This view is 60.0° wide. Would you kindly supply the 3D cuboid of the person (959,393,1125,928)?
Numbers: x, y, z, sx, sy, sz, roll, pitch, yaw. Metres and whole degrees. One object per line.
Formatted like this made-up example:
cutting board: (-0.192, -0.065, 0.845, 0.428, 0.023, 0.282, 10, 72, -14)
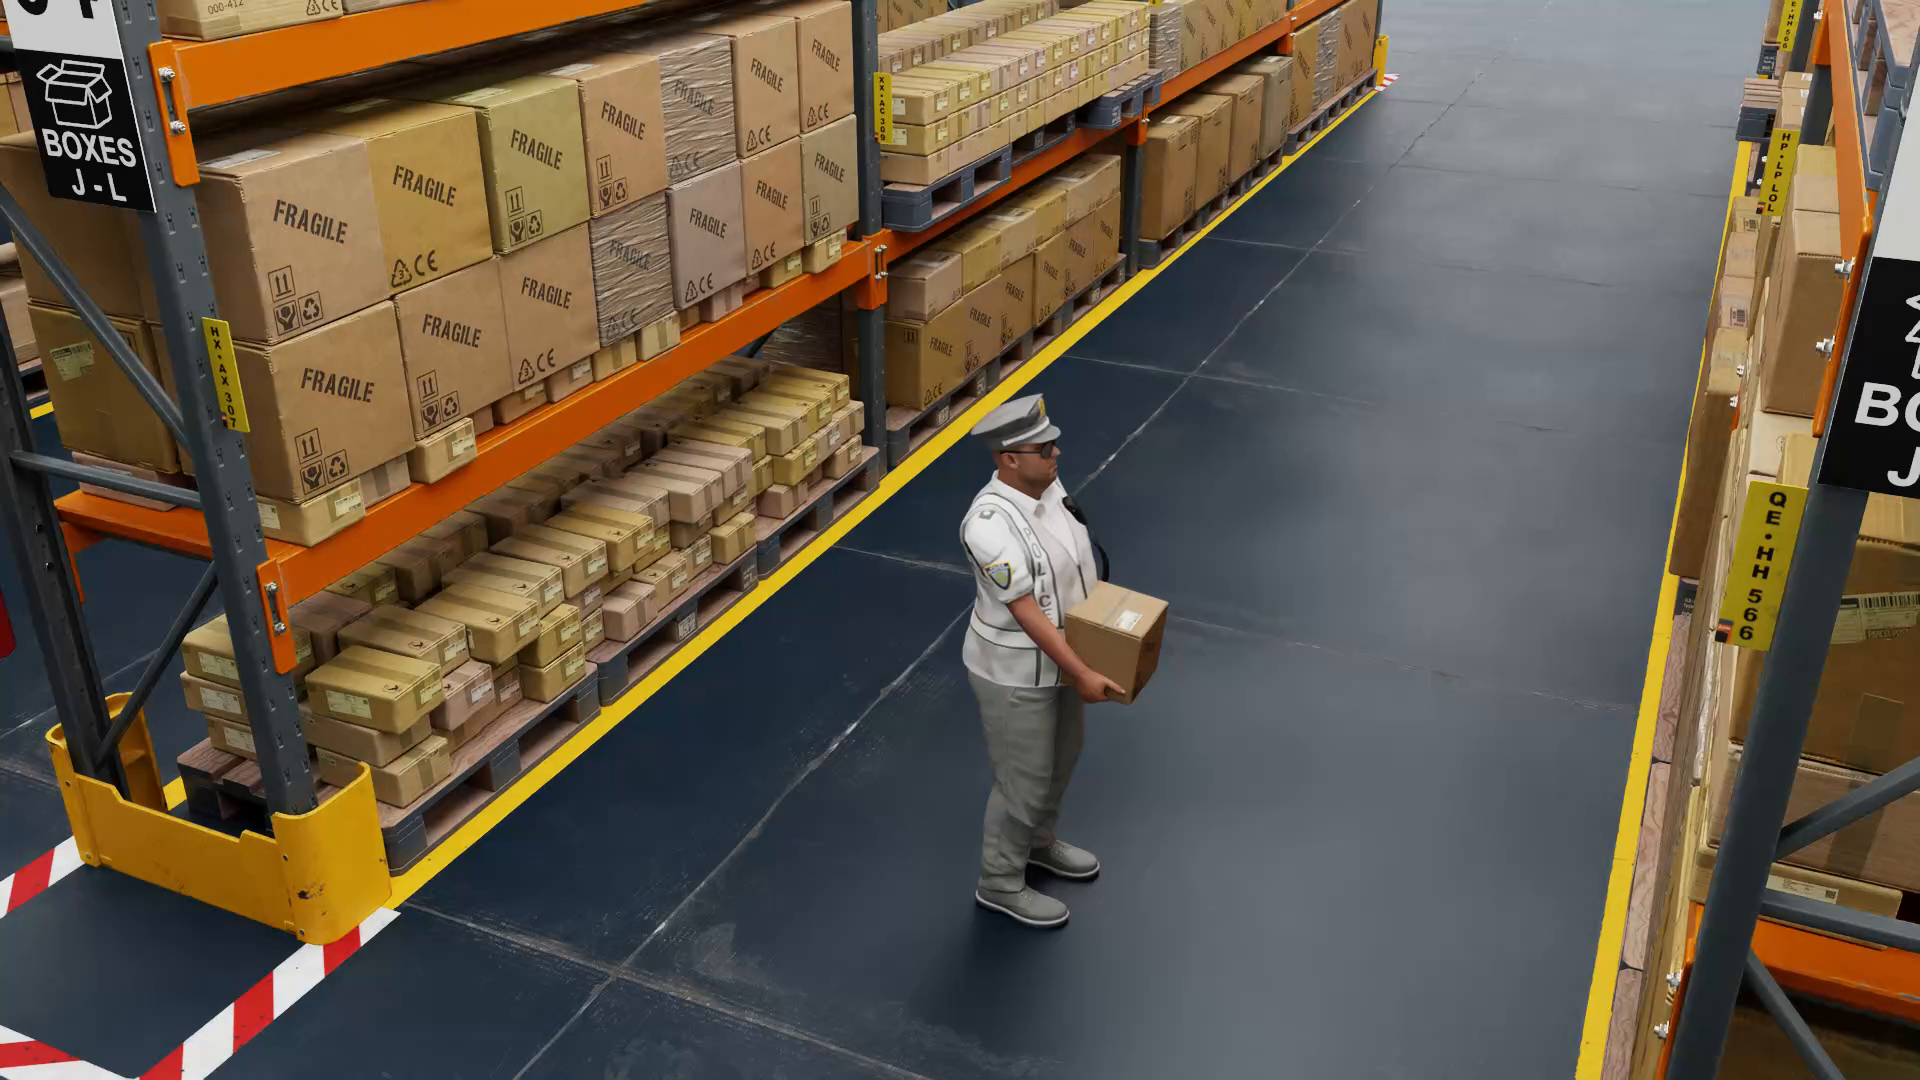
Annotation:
person: (0.301, 0.387, 5.286, 0.571, 1.768, 0.494, 11, 28, 22)
